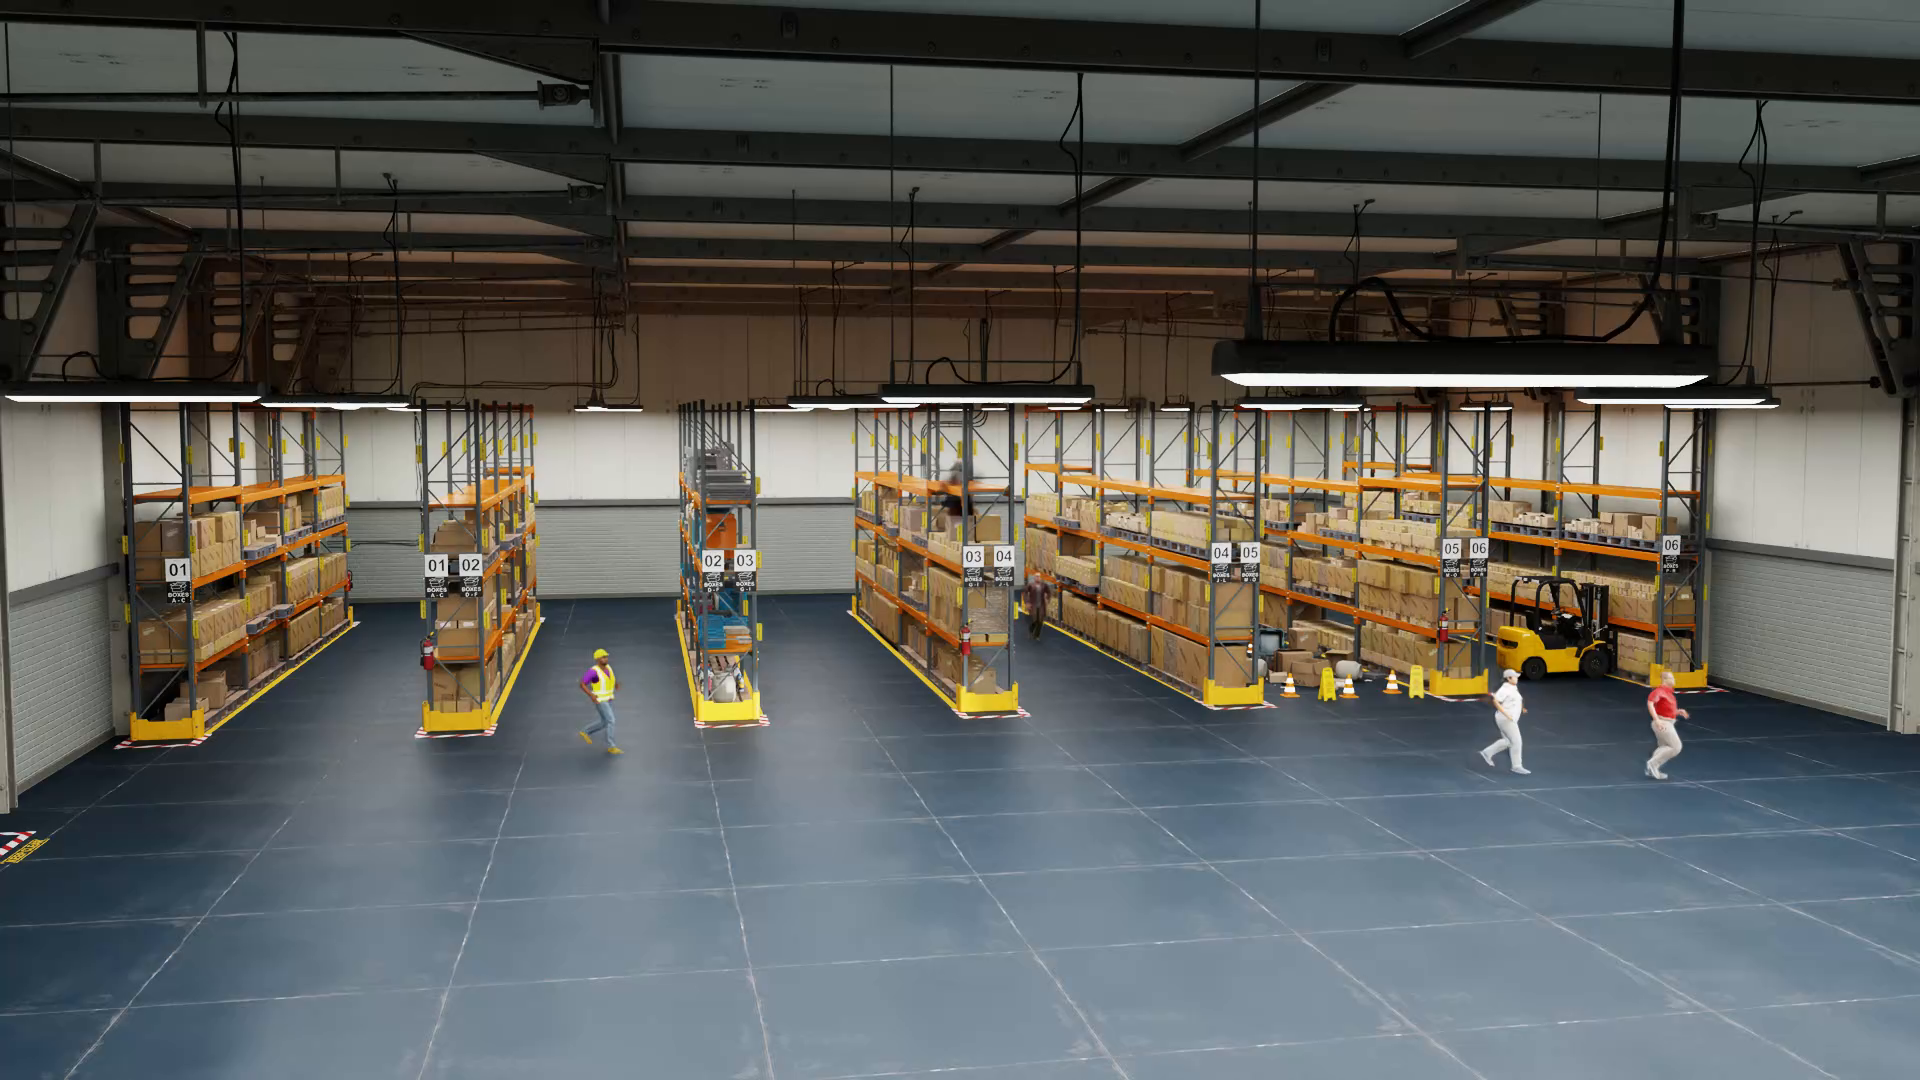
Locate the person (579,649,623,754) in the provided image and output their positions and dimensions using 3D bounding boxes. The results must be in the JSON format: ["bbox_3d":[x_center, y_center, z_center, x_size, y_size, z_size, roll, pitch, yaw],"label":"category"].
[{"bbox_3d":[-6.088,2.724,28.208,0.844,1.766,0.690,2,5,21],"label":"person"}]

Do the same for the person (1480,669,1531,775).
[{"bbox_3d":[8.740,2.885,26.615,0.808,1.658,0.627,2,5,27],"label":"person"}]

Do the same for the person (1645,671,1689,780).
[{"bbox_3d":[11.107,2.905,26.095,0.605,1.694,0.668,2,5,28],"label":"person"}]

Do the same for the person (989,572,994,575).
[{"bbox_3d":[0.919,1.254,49.296,0.710,1.497,0.692,3,5,31],"label":"person"}]

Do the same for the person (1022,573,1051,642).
[{"bbox_3d":[1.962,1.692,41.908,0.719,1.746,0.629,-1,4,-12],"label":"person"}]
